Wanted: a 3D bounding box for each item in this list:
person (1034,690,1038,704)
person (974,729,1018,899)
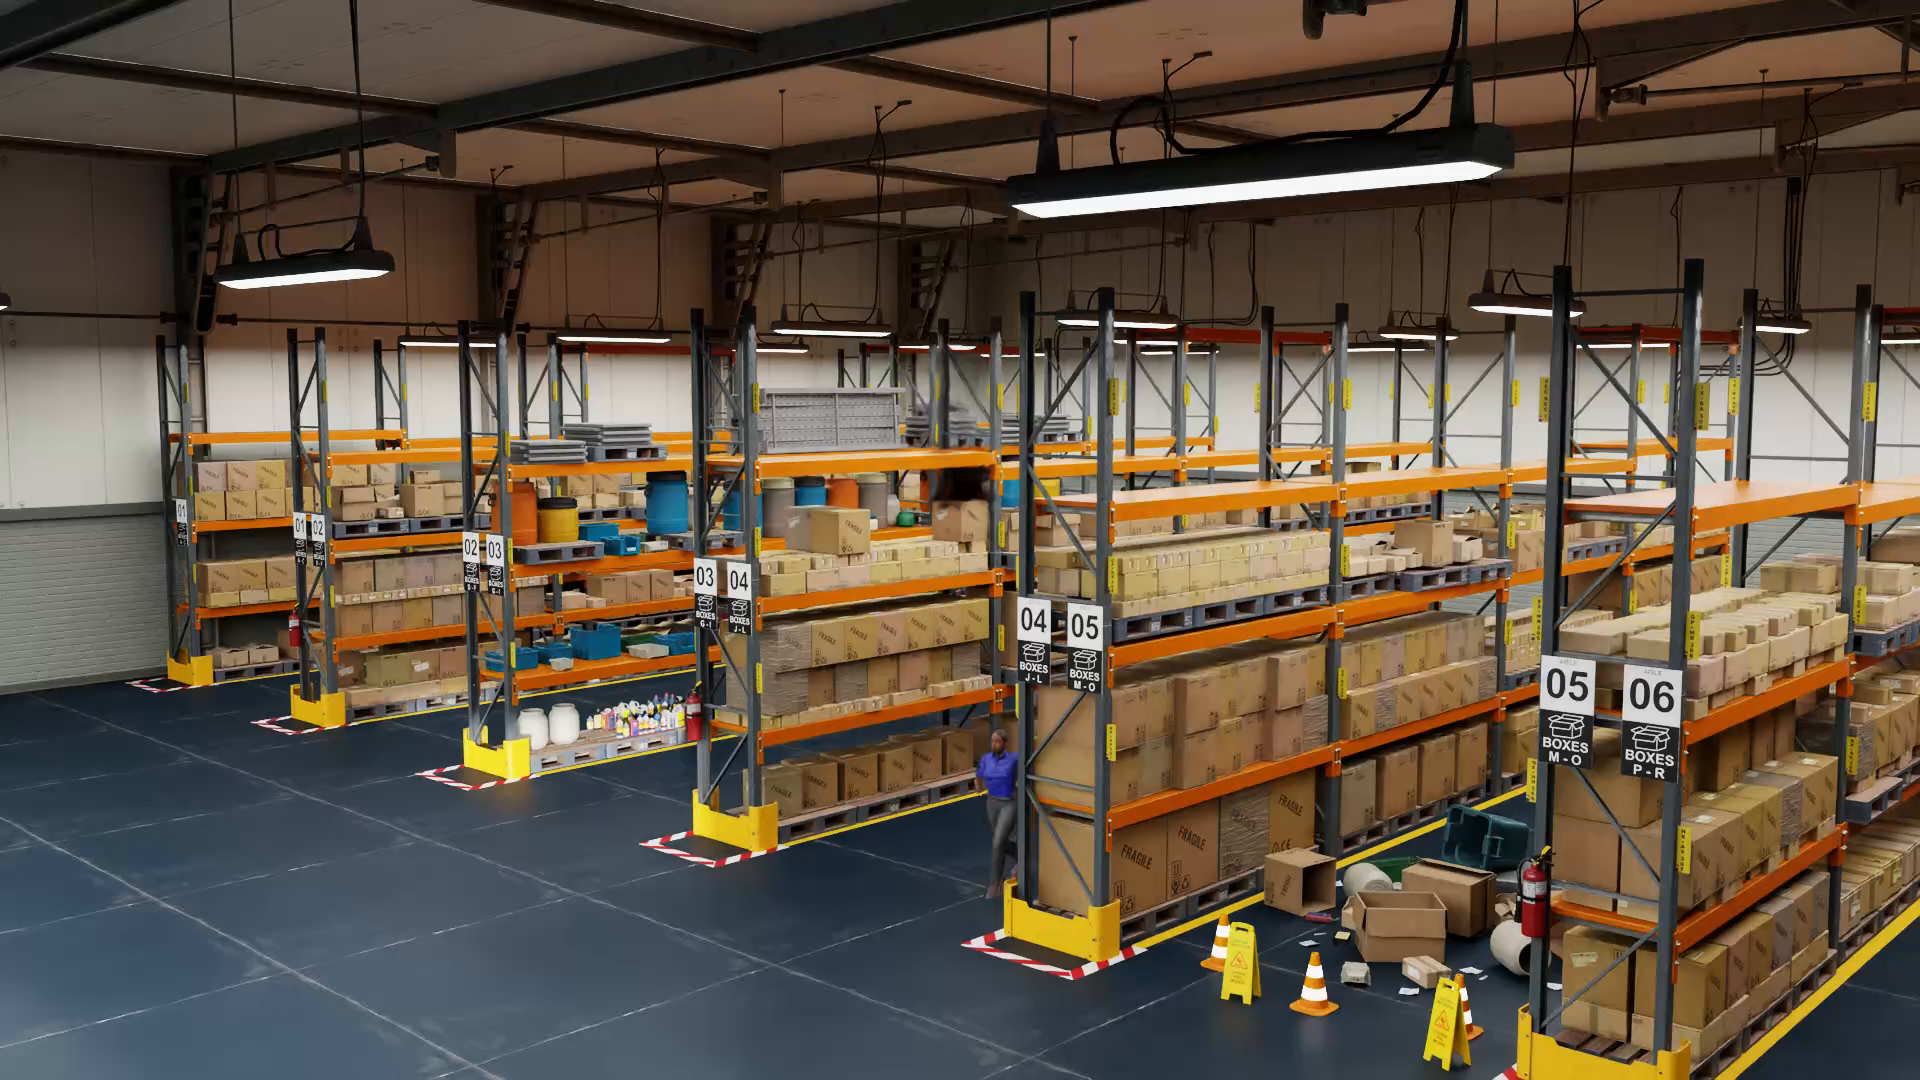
[{"bbox_3d":[1.174,1.985,25.056,0.625,1.654,0.723,4,7,38],"label":"person"},{"bbox_3d":[0.462,2.773,16.987,0.608,1.724,0.852,3,6,32],"label":"person"}]
